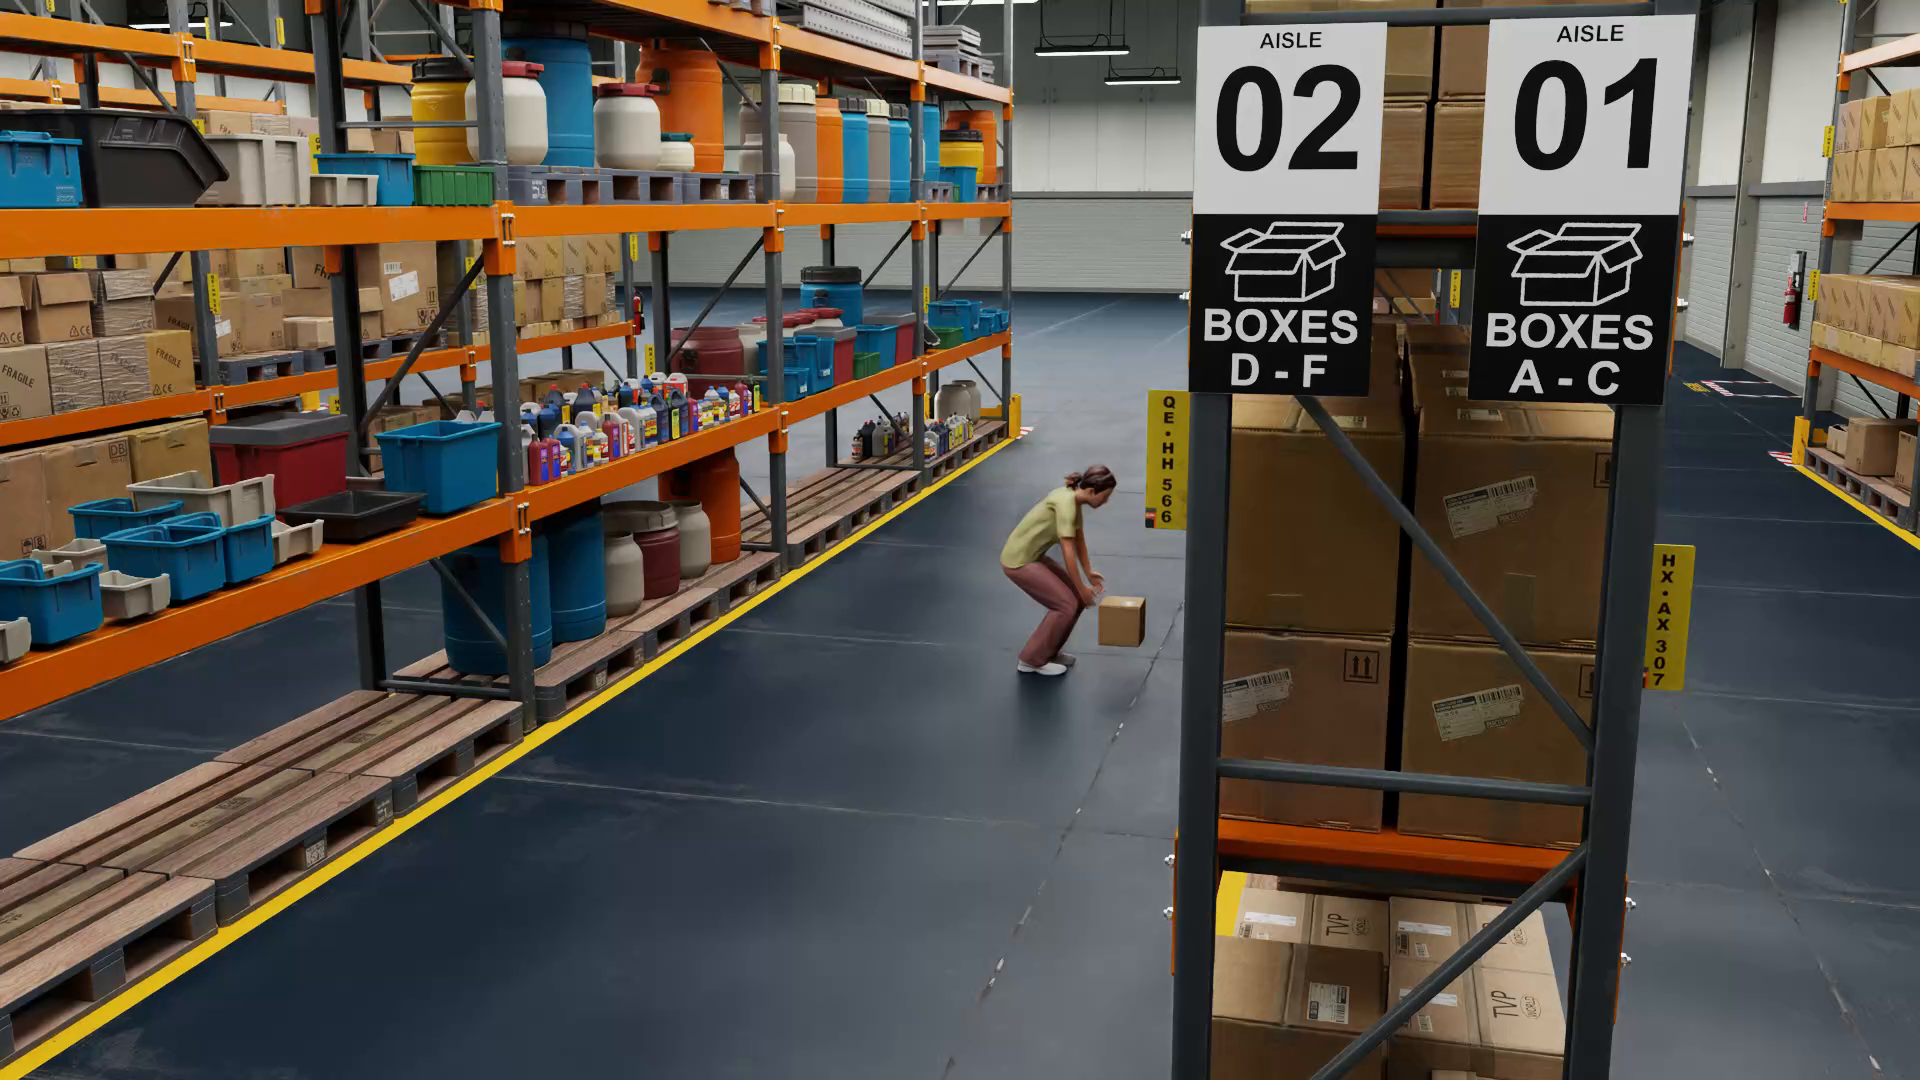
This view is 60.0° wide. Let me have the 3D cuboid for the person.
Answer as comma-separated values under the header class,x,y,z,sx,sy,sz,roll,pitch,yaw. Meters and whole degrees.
class,x,y,z,sx,sy,sz,roll,pitch,yaw
person,0.602,0.163,10.160,0.693,1.278,0.512,3,12,14
